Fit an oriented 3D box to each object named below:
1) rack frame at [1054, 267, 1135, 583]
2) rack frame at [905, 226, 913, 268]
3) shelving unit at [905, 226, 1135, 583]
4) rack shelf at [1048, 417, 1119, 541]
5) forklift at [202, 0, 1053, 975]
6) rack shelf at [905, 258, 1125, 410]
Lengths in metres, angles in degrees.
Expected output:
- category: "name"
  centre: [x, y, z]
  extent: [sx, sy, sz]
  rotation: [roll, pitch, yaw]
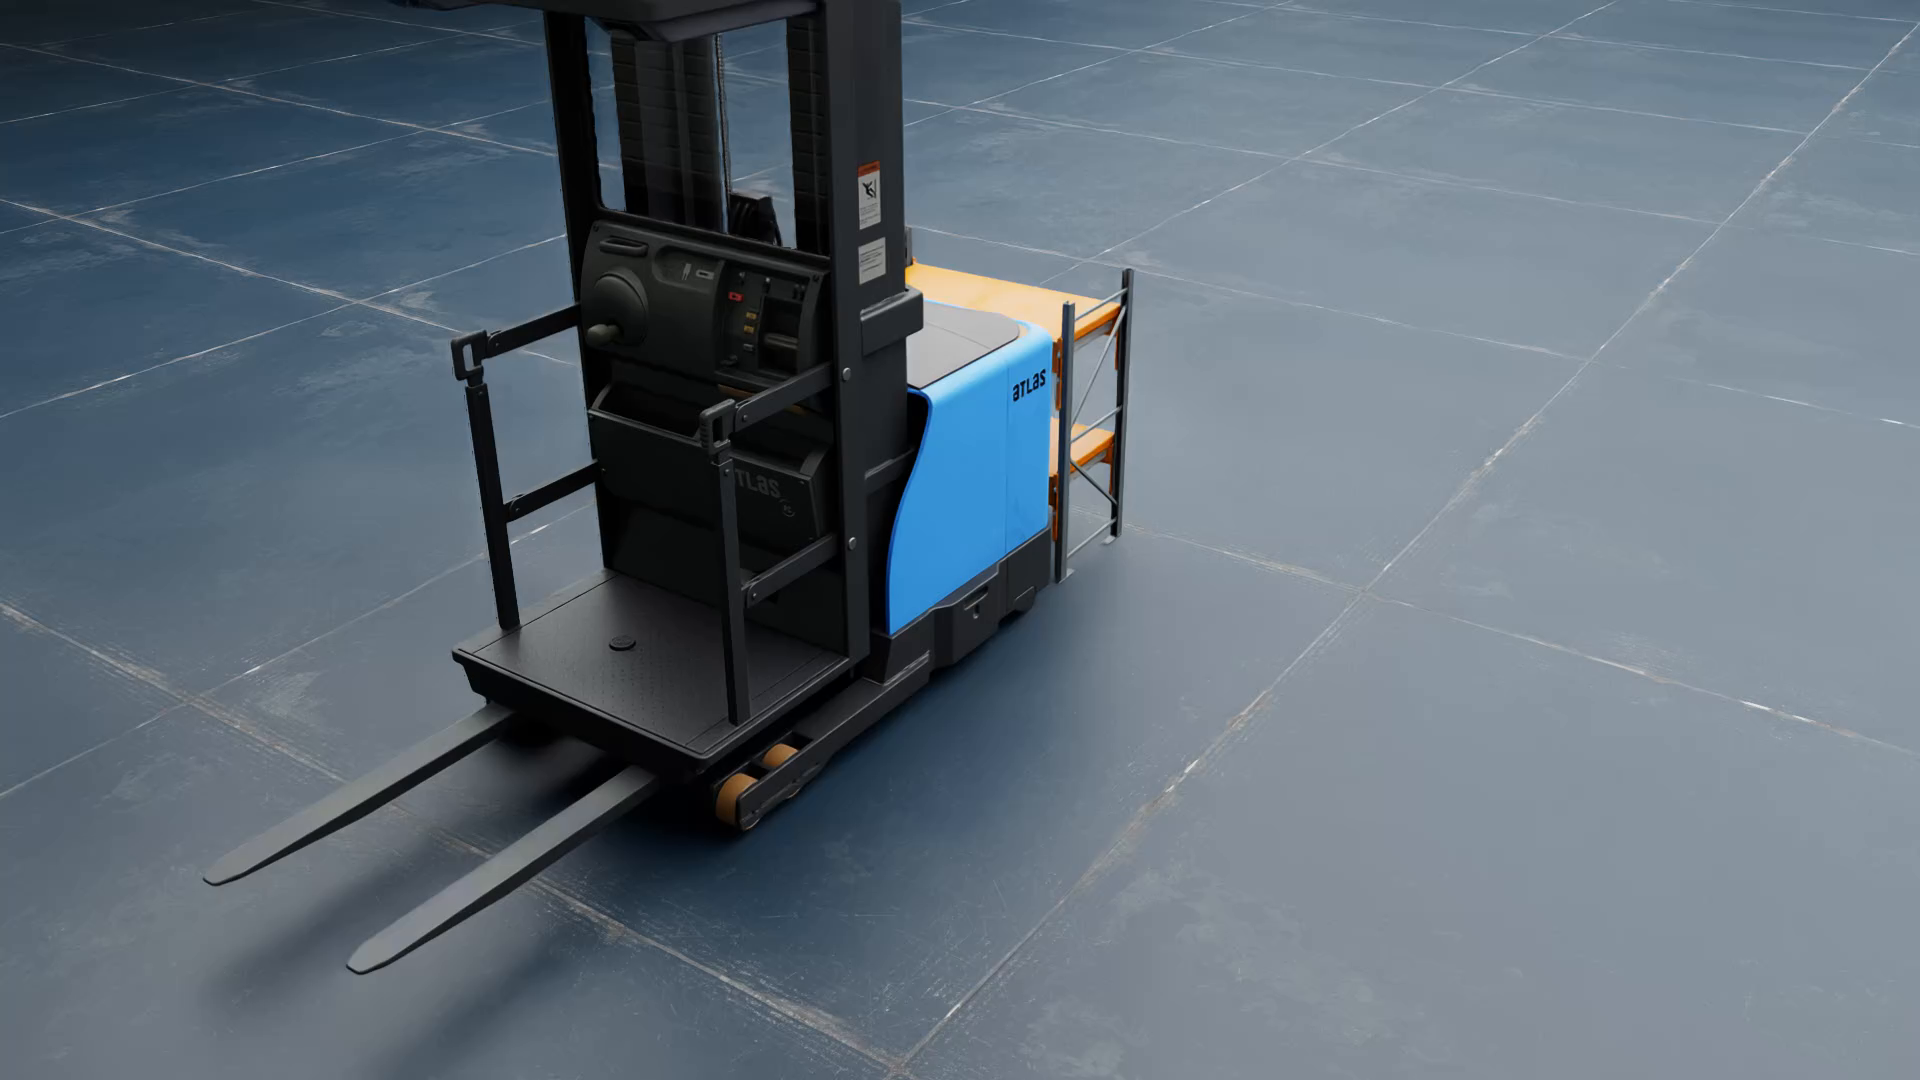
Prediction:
- category: "rack frame"
  centre: [0.513, -0.433, 6.361]
  extent: [0.032, 1.125, 0.500]
  rotation: [16, 31, 29]
- category: "rack frame"
  centre: [-0.342, -0.683, 6.853]
  extent: [0.032, 1.125, 0.500]
  rotation: [16, 31, 29]
- category: "shelving unit"
  centre: [0.086, -0.558, 6.607]
  extent: [1.048, 1.125, 0.538]
  rotation: [16, 31, 29]
- category: "rack shelf"
  centre: [0.086, -0.340, 6.718]
  extent: [1.000, 0.278, 0.538]
  rotation: [16, 31, 29]
- category: "forklift"
  centre: [-0.908, -0.678, 4.851]
  extent: [1.130, 2.935, 3.031]
  rotation: [17, 32, 30]
- category: "rack shelf"
  centre: [0.086, -0.819, 6.474]
  extent: [1.000, 0.278, 0.538]
  rotation: [16, 31, 29]
